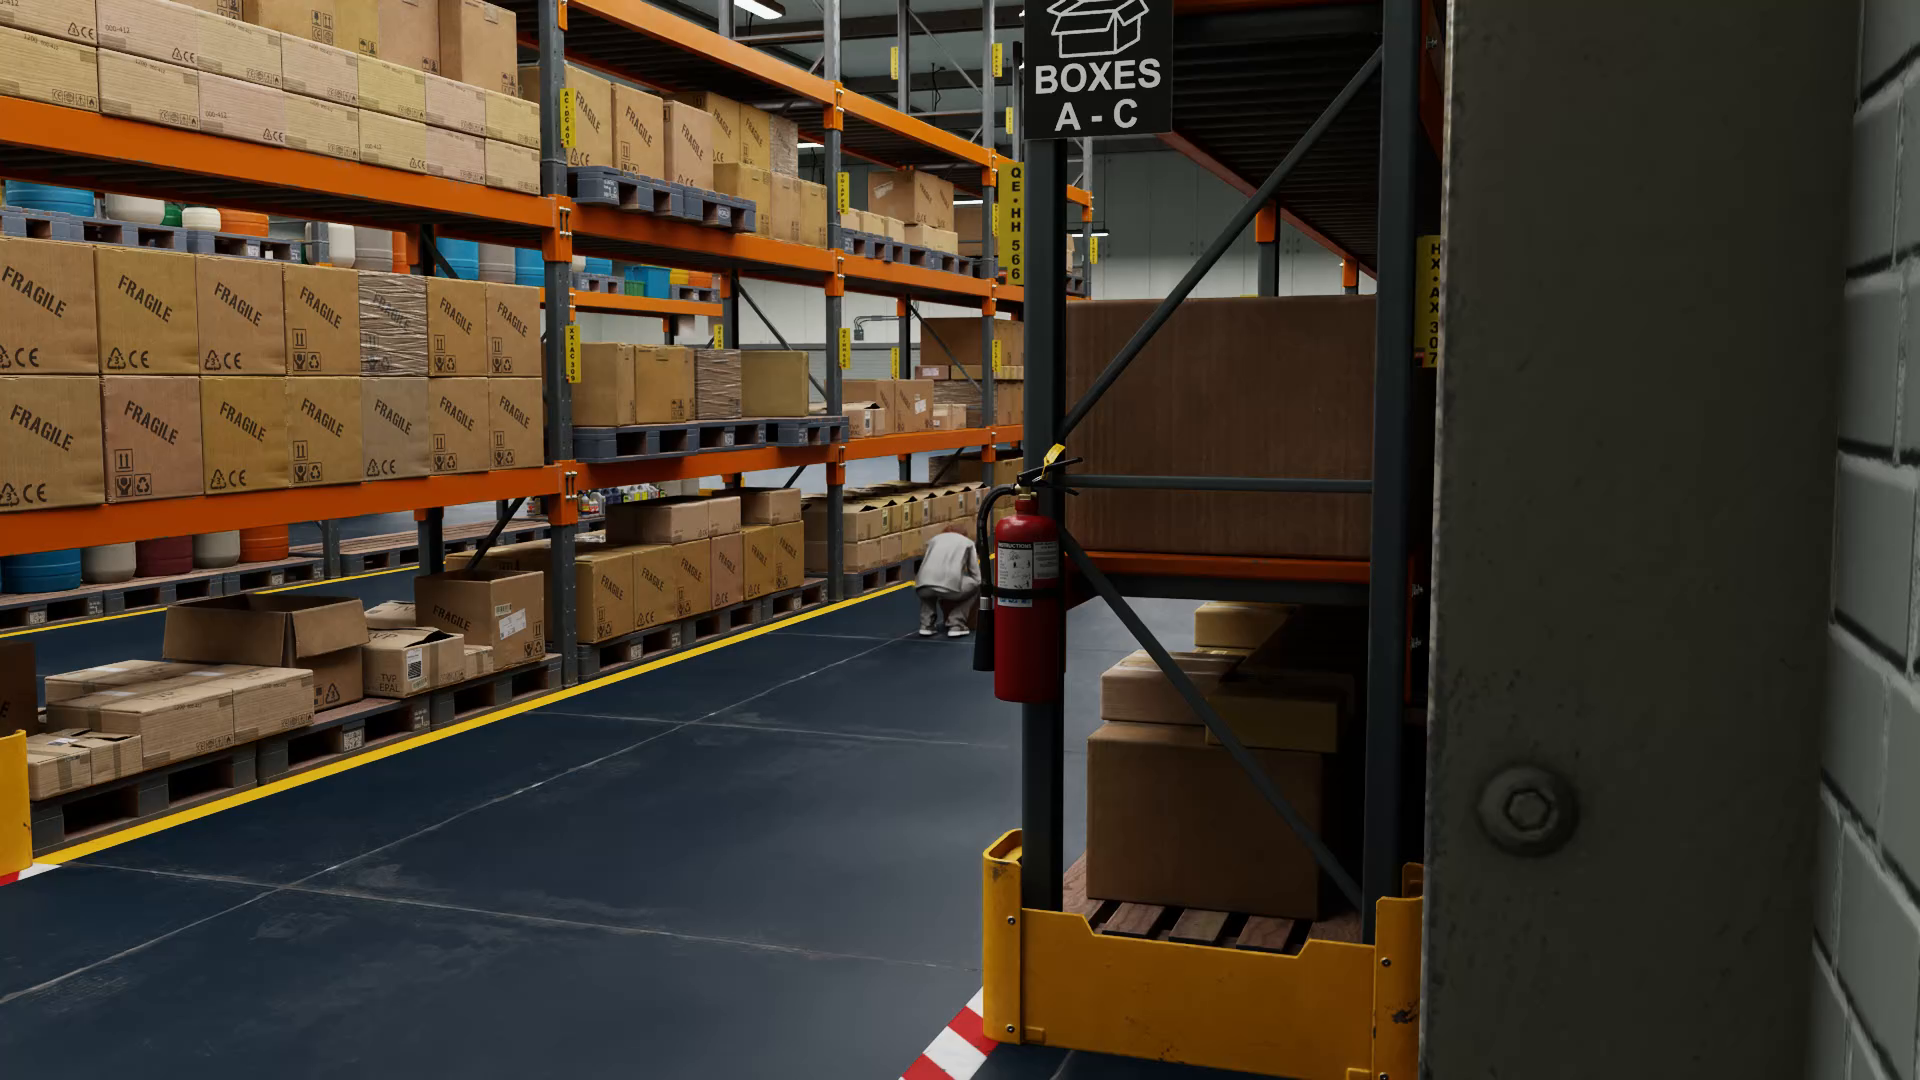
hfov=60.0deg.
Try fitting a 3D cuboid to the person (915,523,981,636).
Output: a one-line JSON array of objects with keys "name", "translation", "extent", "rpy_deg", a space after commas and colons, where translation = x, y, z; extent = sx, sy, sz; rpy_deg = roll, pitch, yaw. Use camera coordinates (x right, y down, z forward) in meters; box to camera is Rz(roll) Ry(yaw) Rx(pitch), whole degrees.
[{"name": "person", "translation": [-0.081, 0.284, 11.796], "extent": [0.437, 0.767, 0.806], "rpy_deg": [2, 6, 19]}]
